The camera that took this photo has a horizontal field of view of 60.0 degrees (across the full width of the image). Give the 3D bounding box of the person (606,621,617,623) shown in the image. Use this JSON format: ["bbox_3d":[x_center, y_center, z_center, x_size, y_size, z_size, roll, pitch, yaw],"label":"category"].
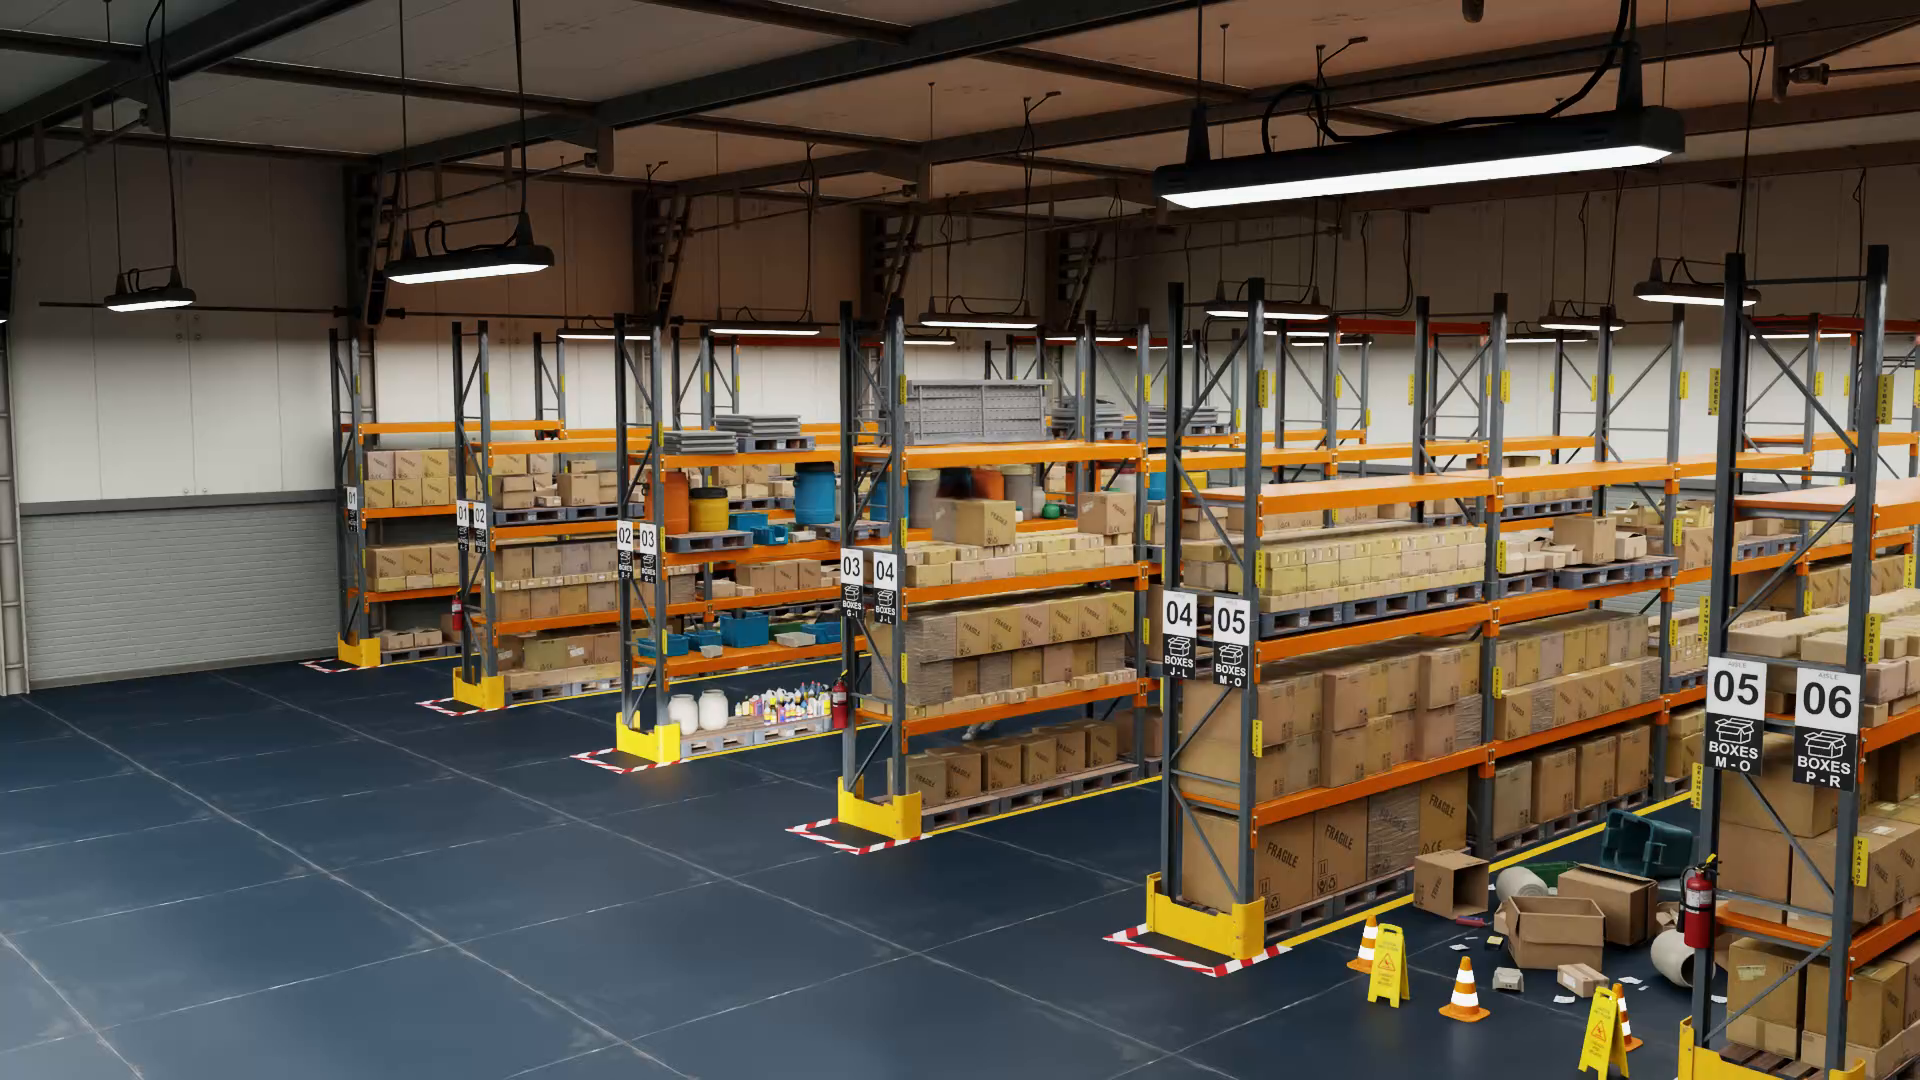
[{"bbox_3d":[-6.265,1.387,29.605,0.537,1.778,0.724,3,7,30],"label":"person"}]

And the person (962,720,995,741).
[{"bbox_3d":[0.225,1.970,23.721,0.537,1.722,1.000,4,7,35],"label":"person"}]

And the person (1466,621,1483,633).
[{"bbox_3d":[7.632,1.873,24.327,0.648,1.779,0.520,-2,6,-16],"label":"person"}]
